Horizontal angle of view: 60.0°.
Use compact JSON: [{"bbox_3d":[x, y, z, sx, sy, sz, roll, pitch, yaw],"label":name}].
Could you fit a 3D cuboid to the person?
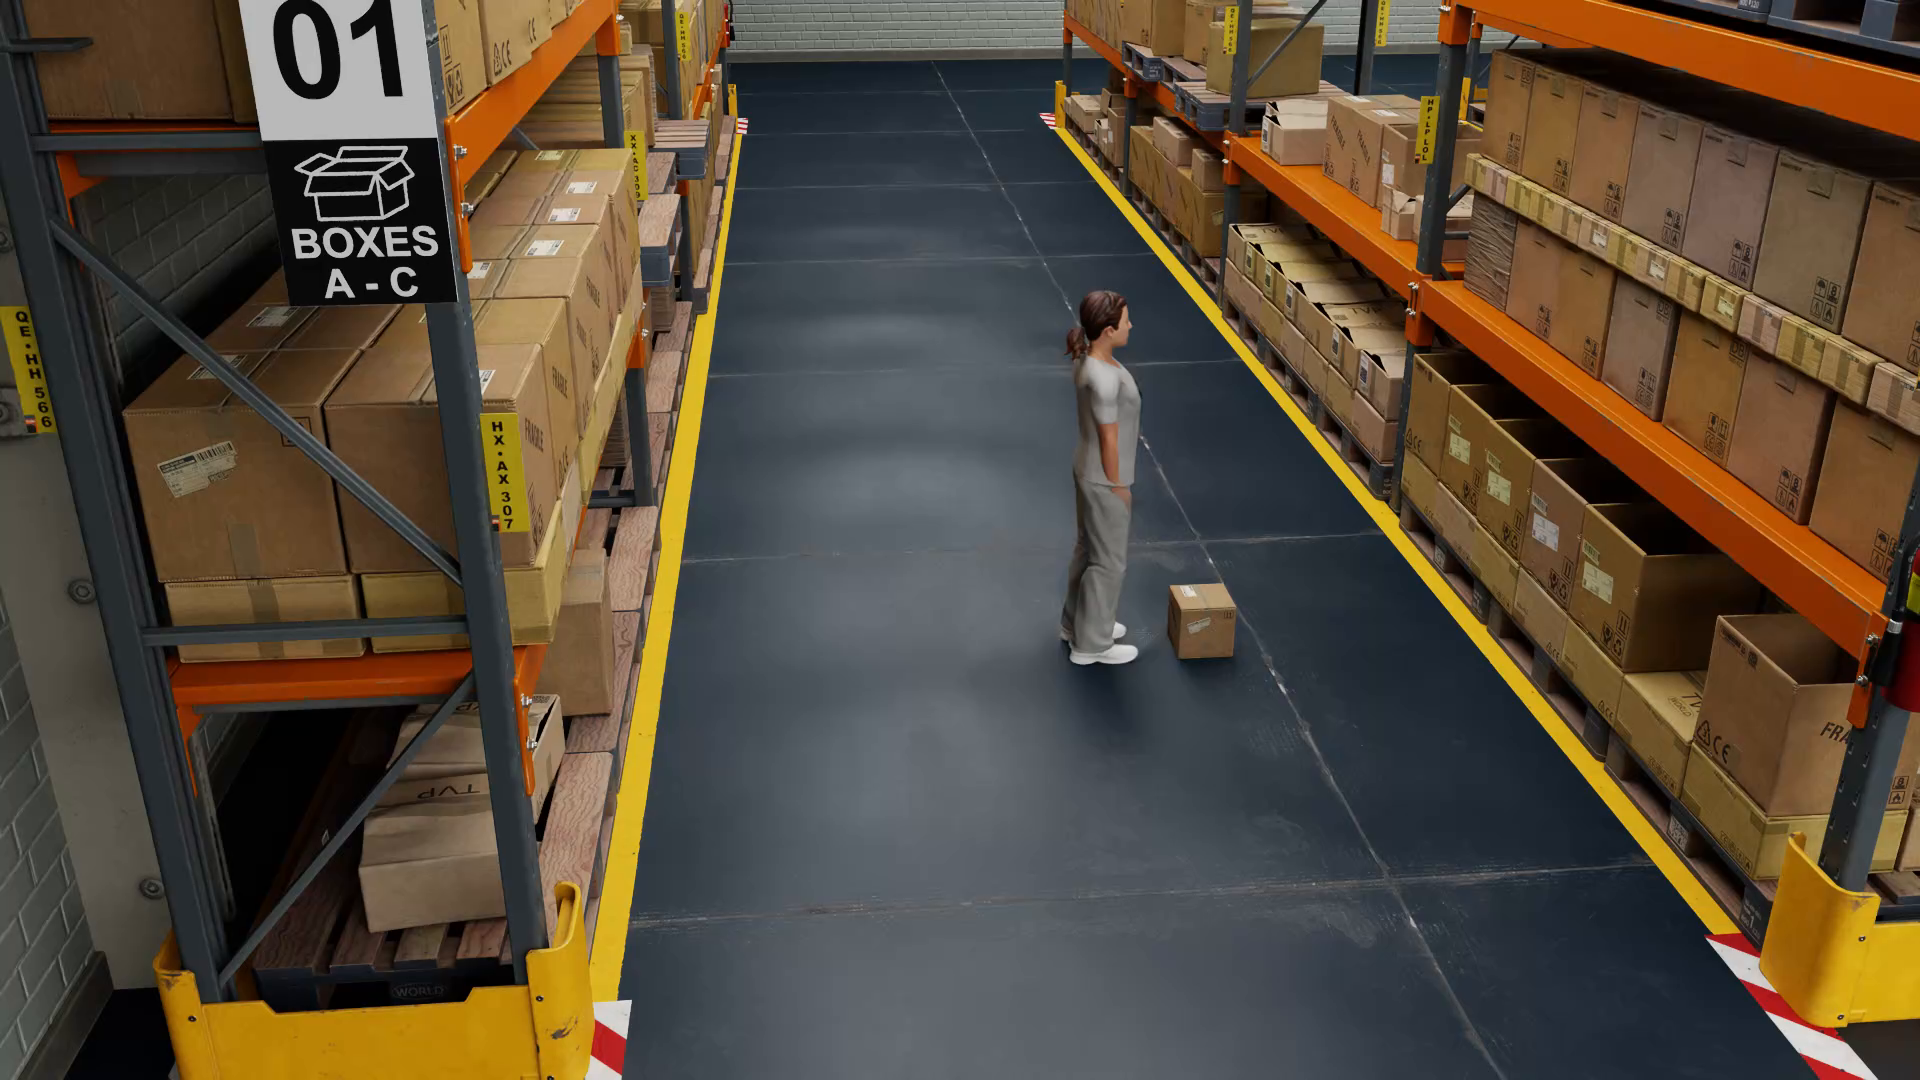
[{"bbox_3d":[0.609,-0.266,7.219,0.360,1.674,0.442,-2,24,-4],"label":"person"}]
